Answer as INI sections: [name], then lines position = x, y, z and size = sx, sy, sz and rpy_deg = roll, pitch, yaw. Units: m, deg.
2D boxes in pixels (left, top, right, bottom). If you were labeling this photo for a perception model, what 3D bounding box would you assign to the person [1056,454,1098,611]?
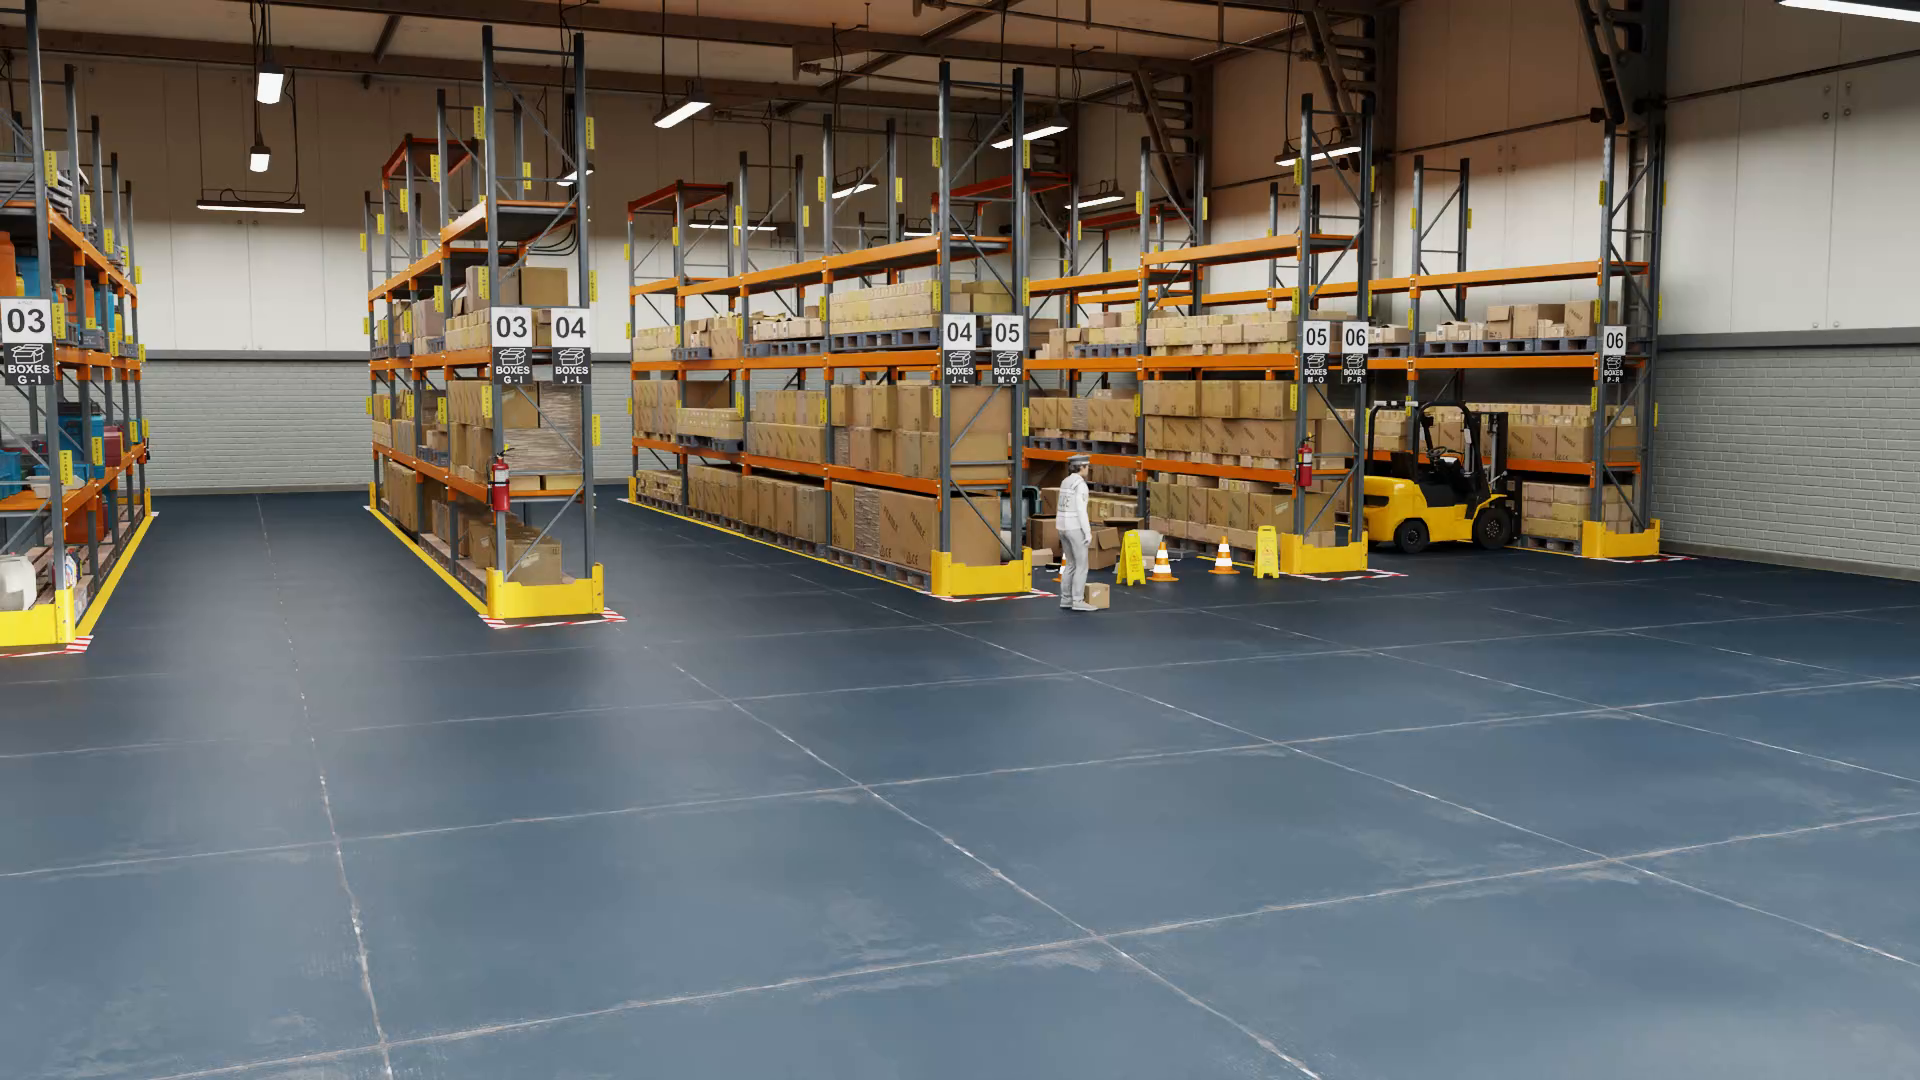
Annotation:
[person]
position = 1.239, -0.086, 17.882
size = 0.373, 1.663, 0.528
rpy_deg = -2, 6, -24
